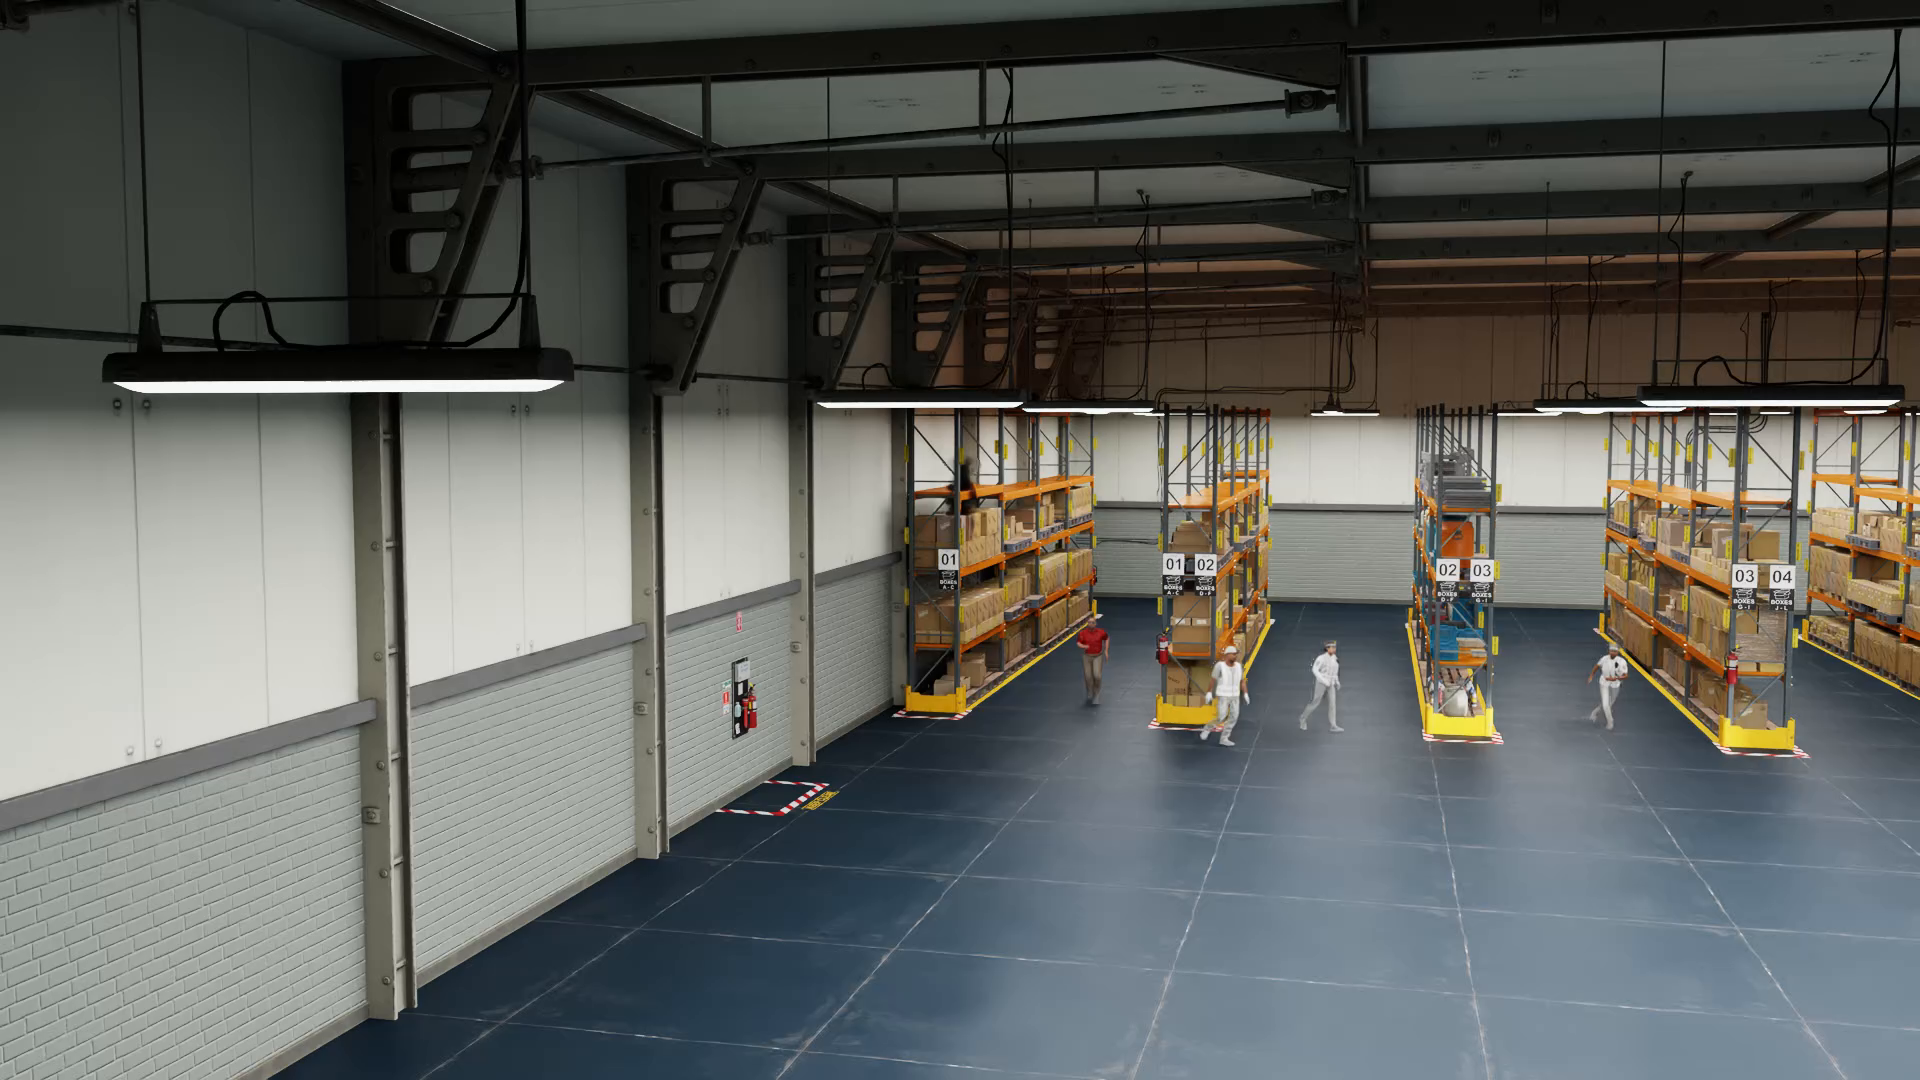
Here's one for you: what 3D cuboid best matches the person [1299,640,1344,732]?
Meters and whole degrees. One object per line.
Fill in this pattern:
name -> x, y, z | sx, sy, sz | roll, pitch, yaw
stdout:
person -> 6.705, 2.649, 30.332 | 0.655, 1.663, 0.947 | -3, 5, -33

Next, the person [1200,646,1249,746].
person -> 4.619, 2.730, 29.118 | 0.775, 1.736, 0.594 | -2, 5, -25

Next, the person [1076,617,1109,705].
person -> 2.667, 2.439, 33.477 | 0.644, 1.787, 0.851 | 1, 4, 8

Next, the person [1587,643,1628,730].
person -> 12.020, 2.694, 30.881 | 0.694, 1.631, 0.636 | 1, 4, 20
